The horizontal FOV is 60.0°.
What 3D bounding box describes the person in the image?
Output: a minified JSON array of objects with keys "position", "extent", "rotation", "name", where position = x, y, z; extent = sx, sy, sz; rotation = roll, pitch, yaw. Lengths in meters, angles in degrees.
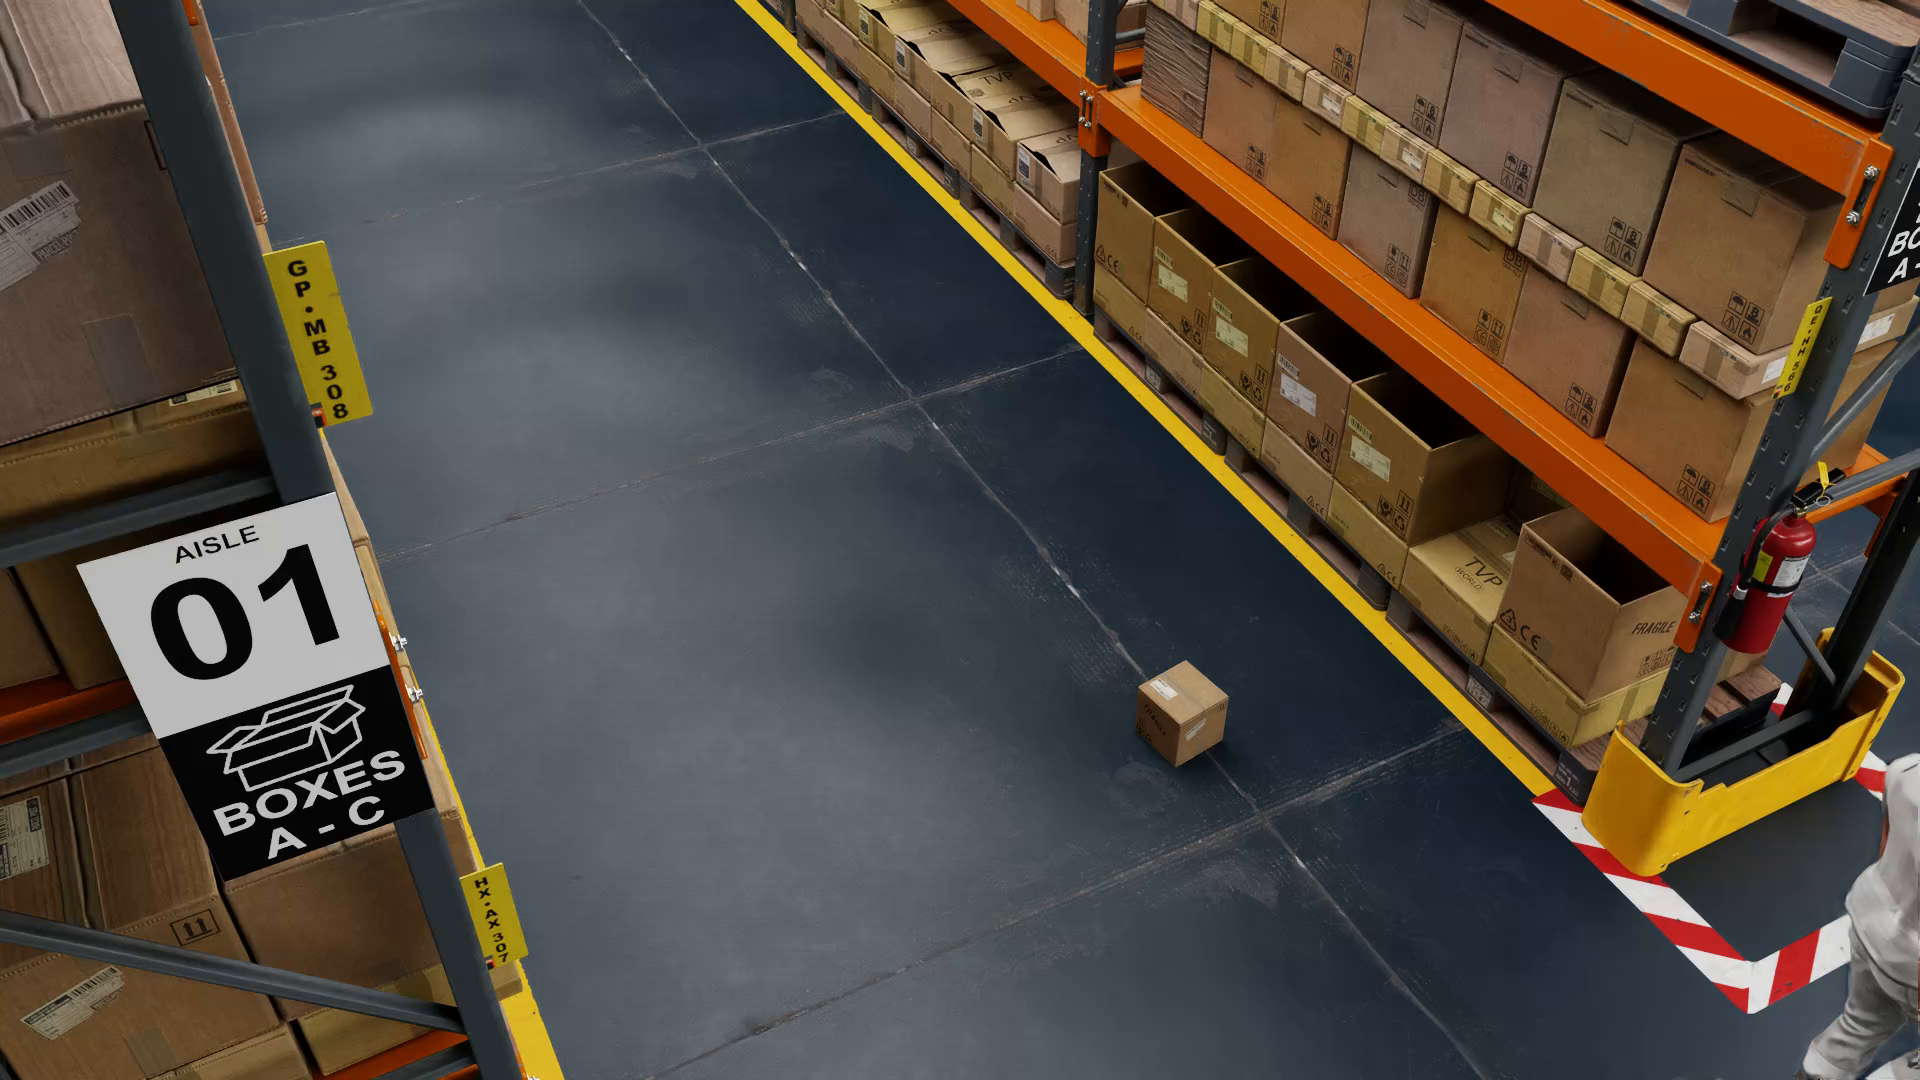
[{"position":[2.777,1.175,4.753],"extent":[0.438,1.775,0.635],"rotation":[1,41,1],"name":"person"}]
